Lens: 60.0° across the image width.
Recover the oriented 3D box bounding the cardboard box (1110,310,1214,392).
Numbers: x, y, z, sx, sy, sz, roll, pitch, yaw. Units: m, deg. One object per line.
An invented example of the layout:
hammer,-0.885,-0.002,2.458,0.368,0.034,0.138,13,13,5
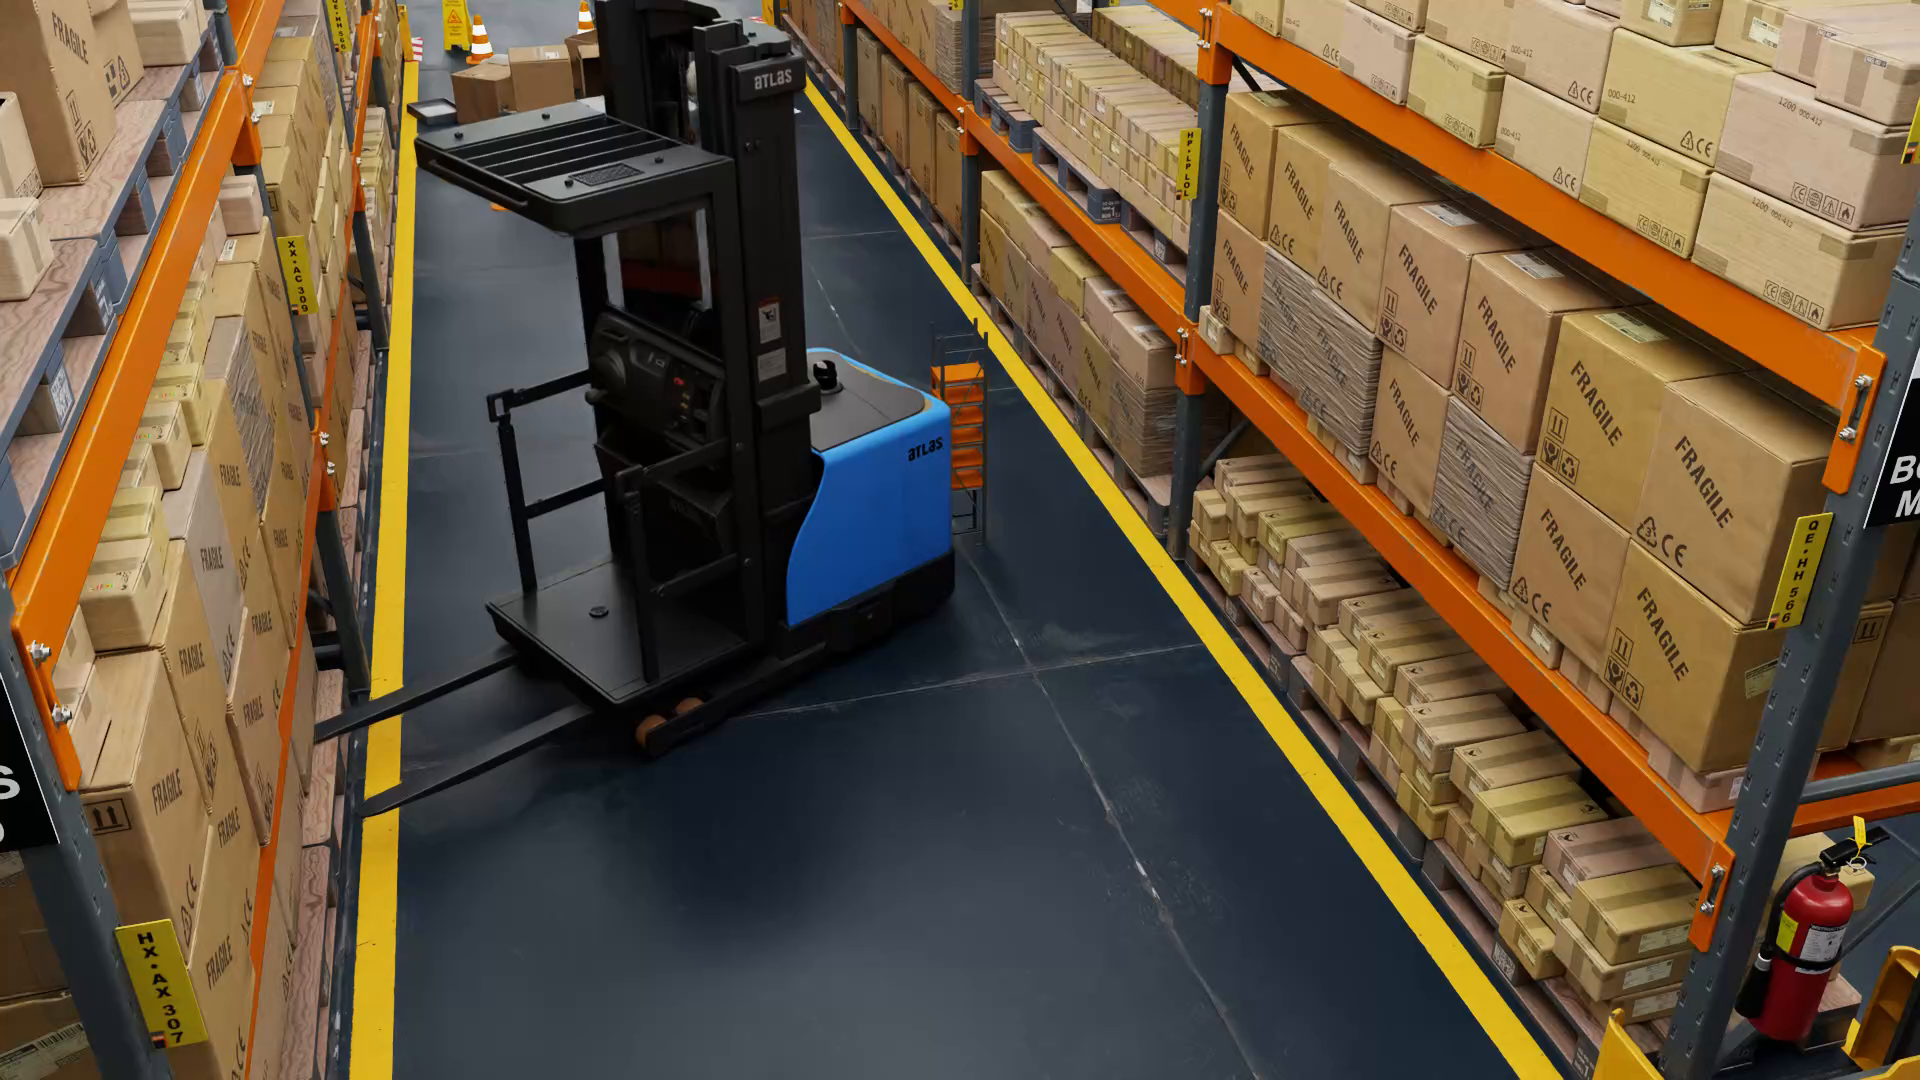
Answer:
cardboard box,1.129,-1.028,8.859,0.500,0.250,0.500,-9,31,-15

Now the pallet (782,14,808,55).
pallet,-1.327,-5.490,18.025,1.003,0.211,1.213,-8,31,-13

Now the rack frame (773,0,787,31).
rack frame,-1.615,-7.073,17.976,1.000,3.000,0.127,-8,31,-13

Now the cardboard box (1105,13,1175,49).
cardboard box,1.145,-3.242,10.595,0.380,0.149,0.250,-8,31,-14

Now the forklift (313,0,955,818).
forklift,-1.444,-0.640,6.929,3.031,2.935,1.130,-25,38,-36

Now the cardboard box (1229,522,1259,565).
cardboard box,1.512,-0.026,7.930,0.380,0.149,0.250,-8,31,-13

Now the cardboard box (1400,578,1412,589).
cardboard box,2.191,0.267,7.425,0.380,0.149,0.250,-7,31,-12

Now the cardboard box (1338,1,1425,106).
cardboard box,1.700,-1.757,5.947,0.500,0.250,0.500,-7,31,-11

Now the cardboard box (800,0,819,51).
cardboard box,-1.136,-5.592,17.118,0.875,0.875,0.875,-8,31,-14

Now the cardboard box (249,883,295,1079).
cardboard box,-2.636,1.542,5.229,0.875,0.438,0.875,-7,31,-12

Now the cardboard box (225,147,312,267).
cardboard box,-3.015,-1.297,6.899,0.500,0.500,0.500,-7,31,-13

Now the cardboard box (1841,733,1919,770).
cardboard box,2.862,0.563,5.033,0.380,0.149,0.250,-8,31,-14

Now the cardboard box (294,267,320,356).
cardboard box,-3.020,-0.972,7.085,0.500,0.250,0.500,-9,31,-15

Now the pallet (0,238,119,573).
pallet,-2.321,-0.255,3.291,1.003,0.211,1.213,-8,31,-13

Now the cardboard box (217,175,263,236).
cardboard box,-2.787,-1.221,6.119,0.380,0.149,0.250,-8,31,-14

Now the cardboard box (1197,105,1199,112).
cardboard box,1.556,-2.364,9.374,0.380,0.149,0.250,-8,31,-14

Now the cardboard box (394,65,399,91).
cardboard box,-5.491,-4.259,15.439,0.500,0.250,0.500,-8,31,-14

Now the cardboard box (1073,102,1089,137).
cardboard box,0.862,-2.399,9.435,0.380,0.149,0.250,-7,31,-11

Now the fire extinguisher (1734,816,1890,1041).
fire extinguisher,2.254,1.032,4.421,0.296,0.674,0.183,-8,31,-13

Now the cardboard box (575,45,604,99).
cardboard box,-3.197,-4.382,15.683,0.797,0.637,0.503,-8,31,-13

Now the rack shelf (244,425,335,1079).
rack shelf,-2.645,0.707,5.252,1.077,0.370,4.000,-8,31,-13

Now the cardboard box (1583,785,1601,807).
cardboard box,2.618,1.038,6.388,0.380,0.149,0.250,-7,31,-13

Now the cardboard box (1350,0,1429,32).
cardboard box,1.715,-1.977,5.827,0.500,0.250,0.500,-7,31,-12

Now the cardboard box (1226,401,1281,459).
cardboard box,1.630,-0.769,9.161,0.500,0.500,0.500,-7,31,-11

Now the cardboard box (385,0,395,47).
cardboard box,-5.627,-4.834,15.684,0.500,0.500,0.500,-9,31,-14

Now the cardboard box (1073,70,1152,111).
cardboard box,0.857,-2.535,9.373,0.380,0.149,0.250,-8,31,-14

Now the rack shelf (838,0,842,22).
rack shelf,-1.084,-5.796,16.487,1.077,0.370,4.000,-8,31,-13

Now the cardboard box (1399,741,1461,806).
cardboard box,1.927,0.862,6.396,0.380,0.149,0.250,-7,31,-13

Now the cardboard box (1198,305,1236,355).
cardboard box,1.330,-0.988,7.714,0.380,0.149,0.250,-7,31,-11

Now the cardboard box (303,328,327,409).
cardboard box,-3.038,-0.753,7.206,0.500,0.250,0.500,-9,31,-14

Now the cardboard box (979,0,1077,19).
cardboard box,0.399,-3.903,11.402,0.700,0.500,0.500,-8,31,-14

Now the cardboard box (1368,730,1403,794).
cardboard box,1.879,0.863,6.691,0.380,0.149,0.250,-7,31,-12

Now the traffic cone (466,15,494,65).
traffic cone,-5.003,-5.232,17.327,0.336,0.463,0.334,-8,31,-13

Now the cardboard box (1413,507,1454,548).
cardboard box,1.930,-0.116,6.208,0.380,0.149,0.250,-7,31,-12

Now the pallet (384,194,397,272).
pallet,-4.763,-2.261,12.446,1.003,0.211,1.213,-8,31,-13

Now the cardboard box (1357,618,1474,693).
cardboard box,1.852,0.469,6.777,0.380,0.149,0.250,-8,31,-13

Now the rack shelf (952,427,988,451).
rack shelf,-0.004,-0.488,8.484,0.258,0.103,0.180,-8,31,-13

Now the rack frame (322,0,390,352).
rack frame,-4.237,-2.502,10.079,1.000,3.000,0.127,-8,31,-13

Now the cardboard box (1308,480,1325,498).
cardboard box,1.916,-0.345,8.185,0.380,0.149,0.250,-7,31,-12

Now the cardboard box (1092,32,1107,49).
cardboard box,1.079,-3.233,10.876,0.380,0.149,0.250,-7,31,-12

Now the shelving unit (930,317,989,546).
shelving unit,-0.004,-0.526,8.462,0.258,1.200,0.189,-8,31,-13

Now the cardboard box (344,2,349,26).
cardboard box,-4.426,-3.610,11.177,0.500,0.500,0.500,-7,31,-12

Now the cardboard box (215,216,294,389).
cardboard box,-2.784,-0.855,6.135,0.500,0.500,0.500,-8,31,-14

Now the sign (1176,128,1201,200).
sign,1.036,-1.703,7.542,0.100,0.325,0.005,-8,31,-13

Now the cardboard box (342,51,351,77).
cardboard box,-4.268,-3.172,11.067,0.380,0.149,0.250,-8,31,-13

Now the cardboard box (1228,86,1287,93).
cardboard box,1.631,-2.362,9.074,0.380,0.149,0.250,-8,31,-14

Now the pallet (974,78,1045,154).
pallet,0.800,-2.796,10.778,1.213,0.211,1.003,-8,31,-13

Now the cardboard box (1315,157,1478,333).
cardboard box,1.711,-1.136,6.323,0.500,0.500,0.500,-7,31,-12

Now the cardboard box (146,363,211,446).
cardboard box,-2.312,-0.358,4.629,0.380,0.149,0.250,-9,31,-14

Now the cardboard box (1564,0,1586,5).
cardboard box,1.951,-1.712,4.972,0.380,0.149,0.250,-7,31,-12

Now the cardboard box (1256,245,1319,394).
cardboard box,1.597,-0.939,6.981,0.500,0.500,0.500,-8,31,-13

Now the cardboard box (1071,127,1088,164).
cardboard box,0.854,-2.273,9.515,0.380,0.149,0.250,-9,31,-15

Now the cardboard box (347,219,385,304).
cardboard box,-4.377,-1.821,11.106,0.950,0.372,0.625,-10,32,-17

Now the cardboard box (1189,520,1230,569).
cardboard box,1.357,-0.007,8.194,0.380,0.149,0.250,-9,31,-15

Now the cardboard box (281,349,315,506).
cardboard box,-2.806,-0.424,6.388,0.500,0.500,0.500,-8,31,-13

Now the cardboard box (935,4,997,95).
cardboard box,0.130,-3.434,11.589,0.500,0.500,0.500,-8,31,-13
